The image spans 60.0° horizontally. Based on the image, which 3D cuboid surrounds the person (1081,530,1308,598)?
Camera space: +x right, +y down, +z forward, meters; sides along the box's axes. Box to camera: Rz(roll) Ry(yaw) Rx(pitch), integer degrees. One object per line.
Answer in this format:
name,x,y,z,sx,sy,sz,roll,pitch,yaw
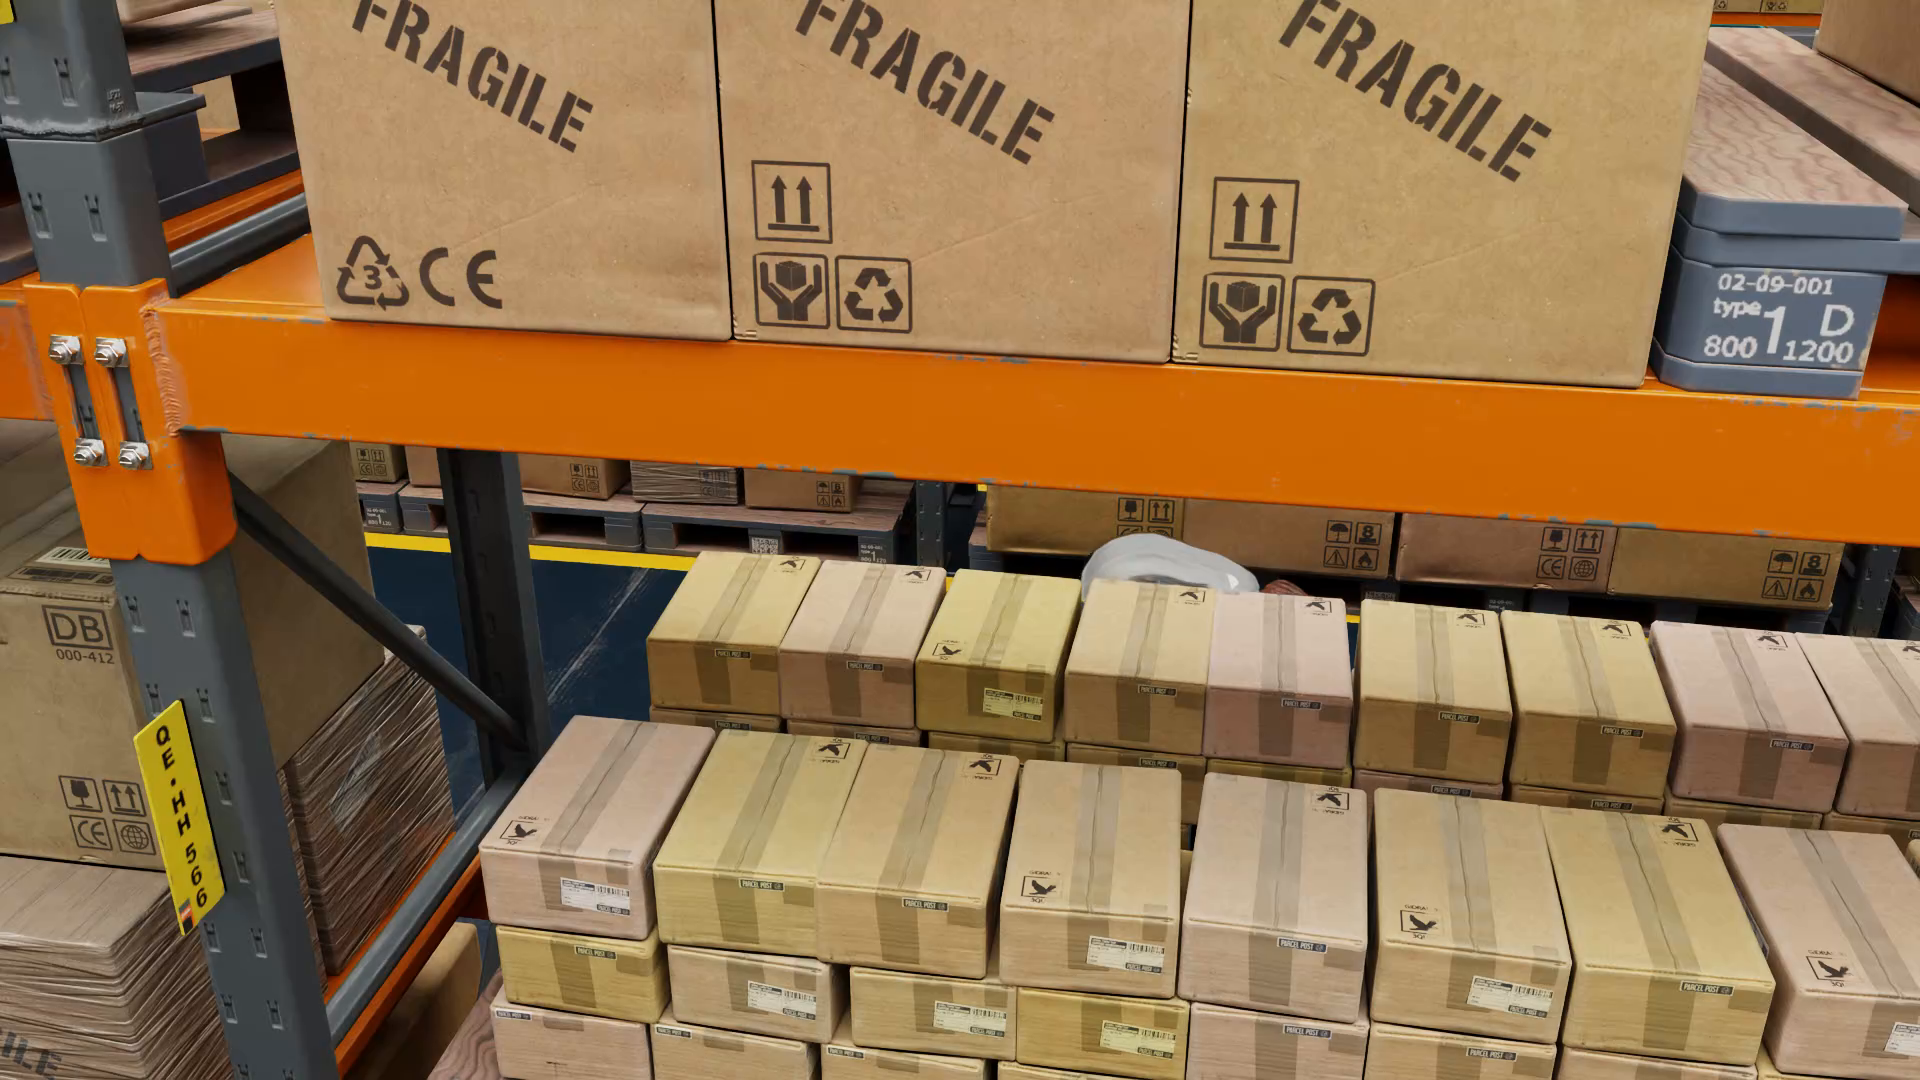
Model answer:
person,0.880,0.370,6.274,0.861,0.815,0.432,3,25,6
